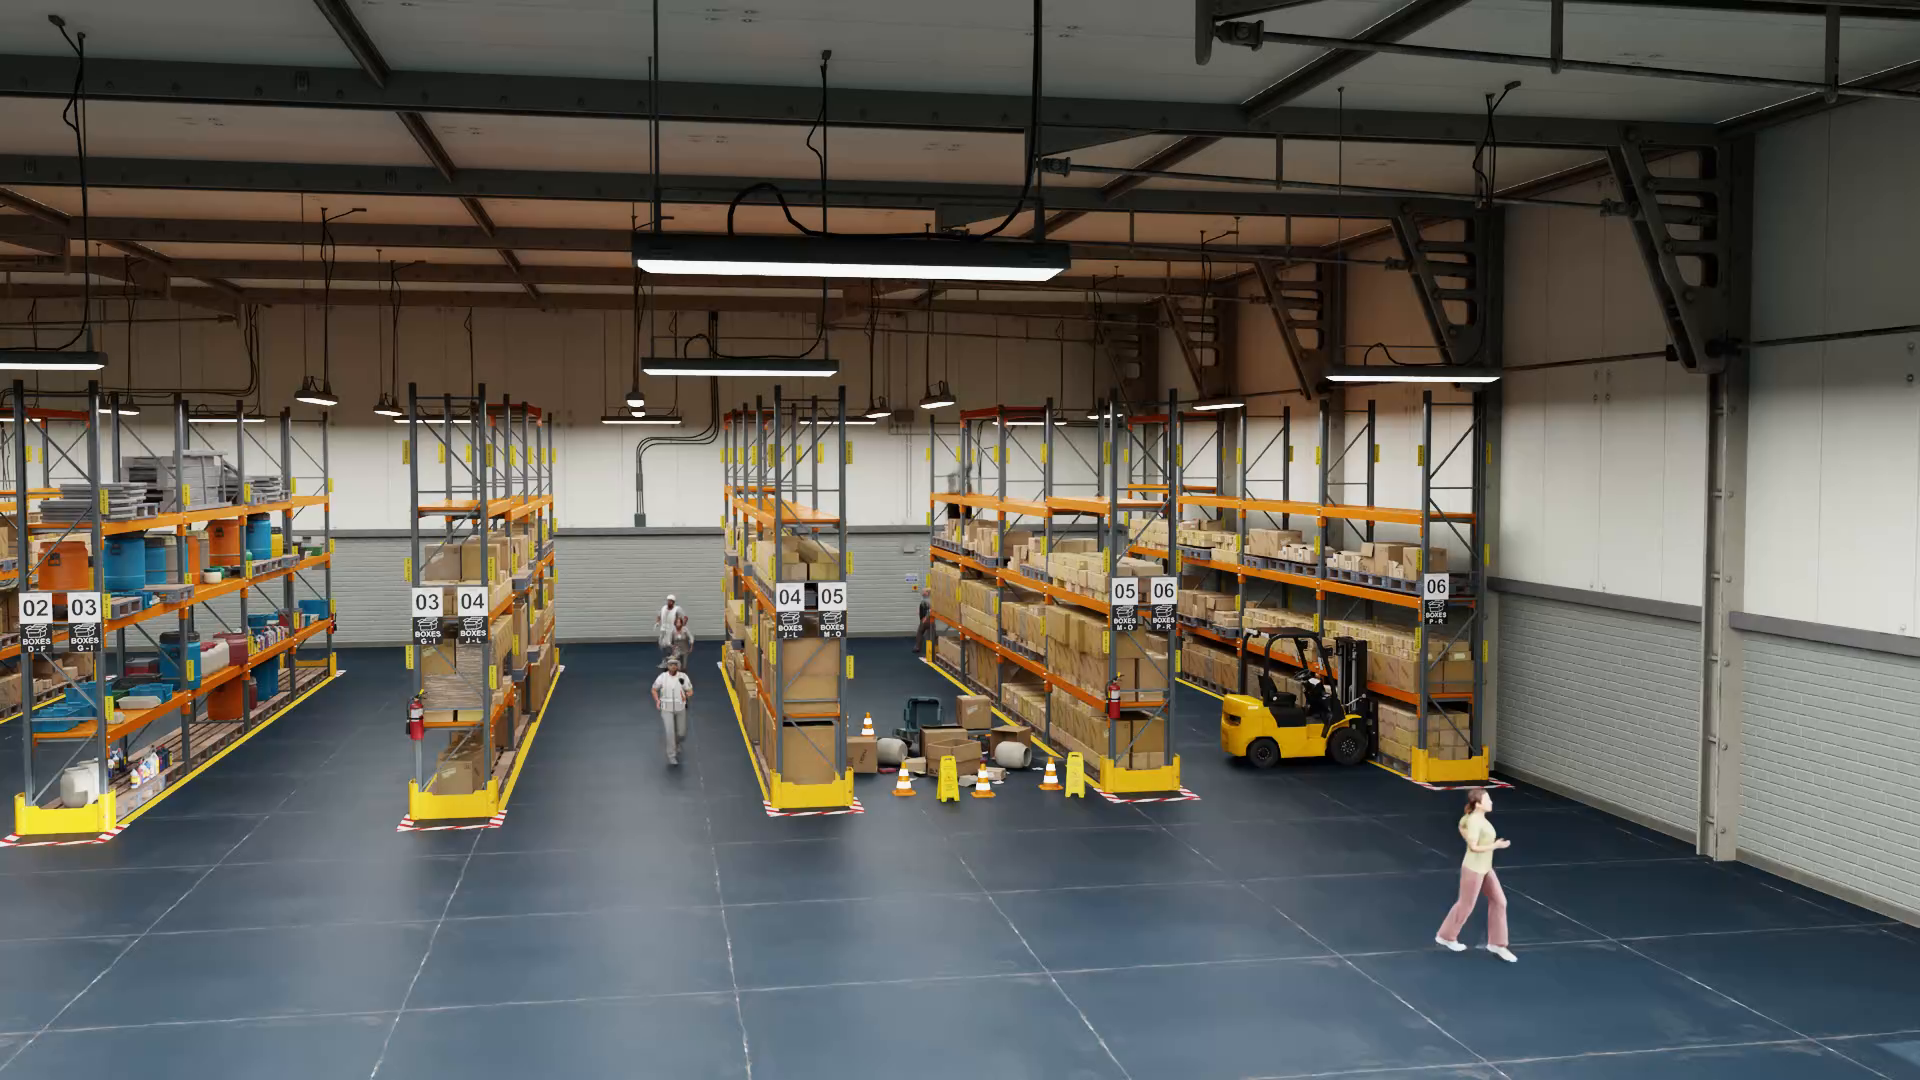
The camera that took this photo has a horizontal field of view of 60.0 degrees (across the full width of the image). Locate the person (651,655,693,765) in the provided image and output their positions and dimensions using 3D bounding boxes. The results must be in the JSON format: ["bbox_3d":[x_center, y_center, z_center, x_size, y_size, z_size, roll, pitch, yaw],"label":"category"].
[{"bbox_3d":[-4.688,2.749,27.150,0.675,1.747,0.809,-1,3,-16],"label":"person"}]

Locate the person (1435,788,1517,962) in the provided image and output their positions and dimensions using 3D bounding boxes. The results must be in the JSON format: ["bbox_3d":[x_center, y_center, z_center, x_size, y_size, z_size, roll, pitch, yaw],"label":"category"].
[{"bbox_3d":[5.143,3.310,16.543,0.788,1.702,0.573,2,3,30],"label":"person"}]

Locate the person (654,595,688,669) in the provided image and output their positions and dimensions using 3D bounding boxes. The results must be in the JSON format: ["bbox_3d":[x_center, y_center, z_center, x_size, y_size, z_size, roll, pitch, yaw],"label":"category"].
[{"bbox_3d":[-6.833,2.159,39.032,0.745,1.759,0.635,1,3,27],"label":"person"}]

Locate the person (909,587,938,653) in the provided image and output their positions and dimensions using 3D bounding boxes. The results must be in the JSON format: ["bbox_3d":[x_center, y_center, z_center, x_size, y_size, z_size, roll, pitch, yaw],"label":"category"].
[{"bbox_3d":[-0.871,2.014,41.745,0.916,1.693,0.709,1,3,11],"label":"person"}]

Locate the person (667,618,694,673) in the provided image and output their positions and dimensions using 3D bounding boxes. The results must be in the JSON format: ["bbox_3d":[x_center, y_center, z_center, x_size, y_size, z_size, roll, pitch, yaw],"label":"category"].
[{"bbox_3d":[-6.011,2.437,35.749,0.575,1.556,0.652,-1,3,-15],"label":"person"}]
